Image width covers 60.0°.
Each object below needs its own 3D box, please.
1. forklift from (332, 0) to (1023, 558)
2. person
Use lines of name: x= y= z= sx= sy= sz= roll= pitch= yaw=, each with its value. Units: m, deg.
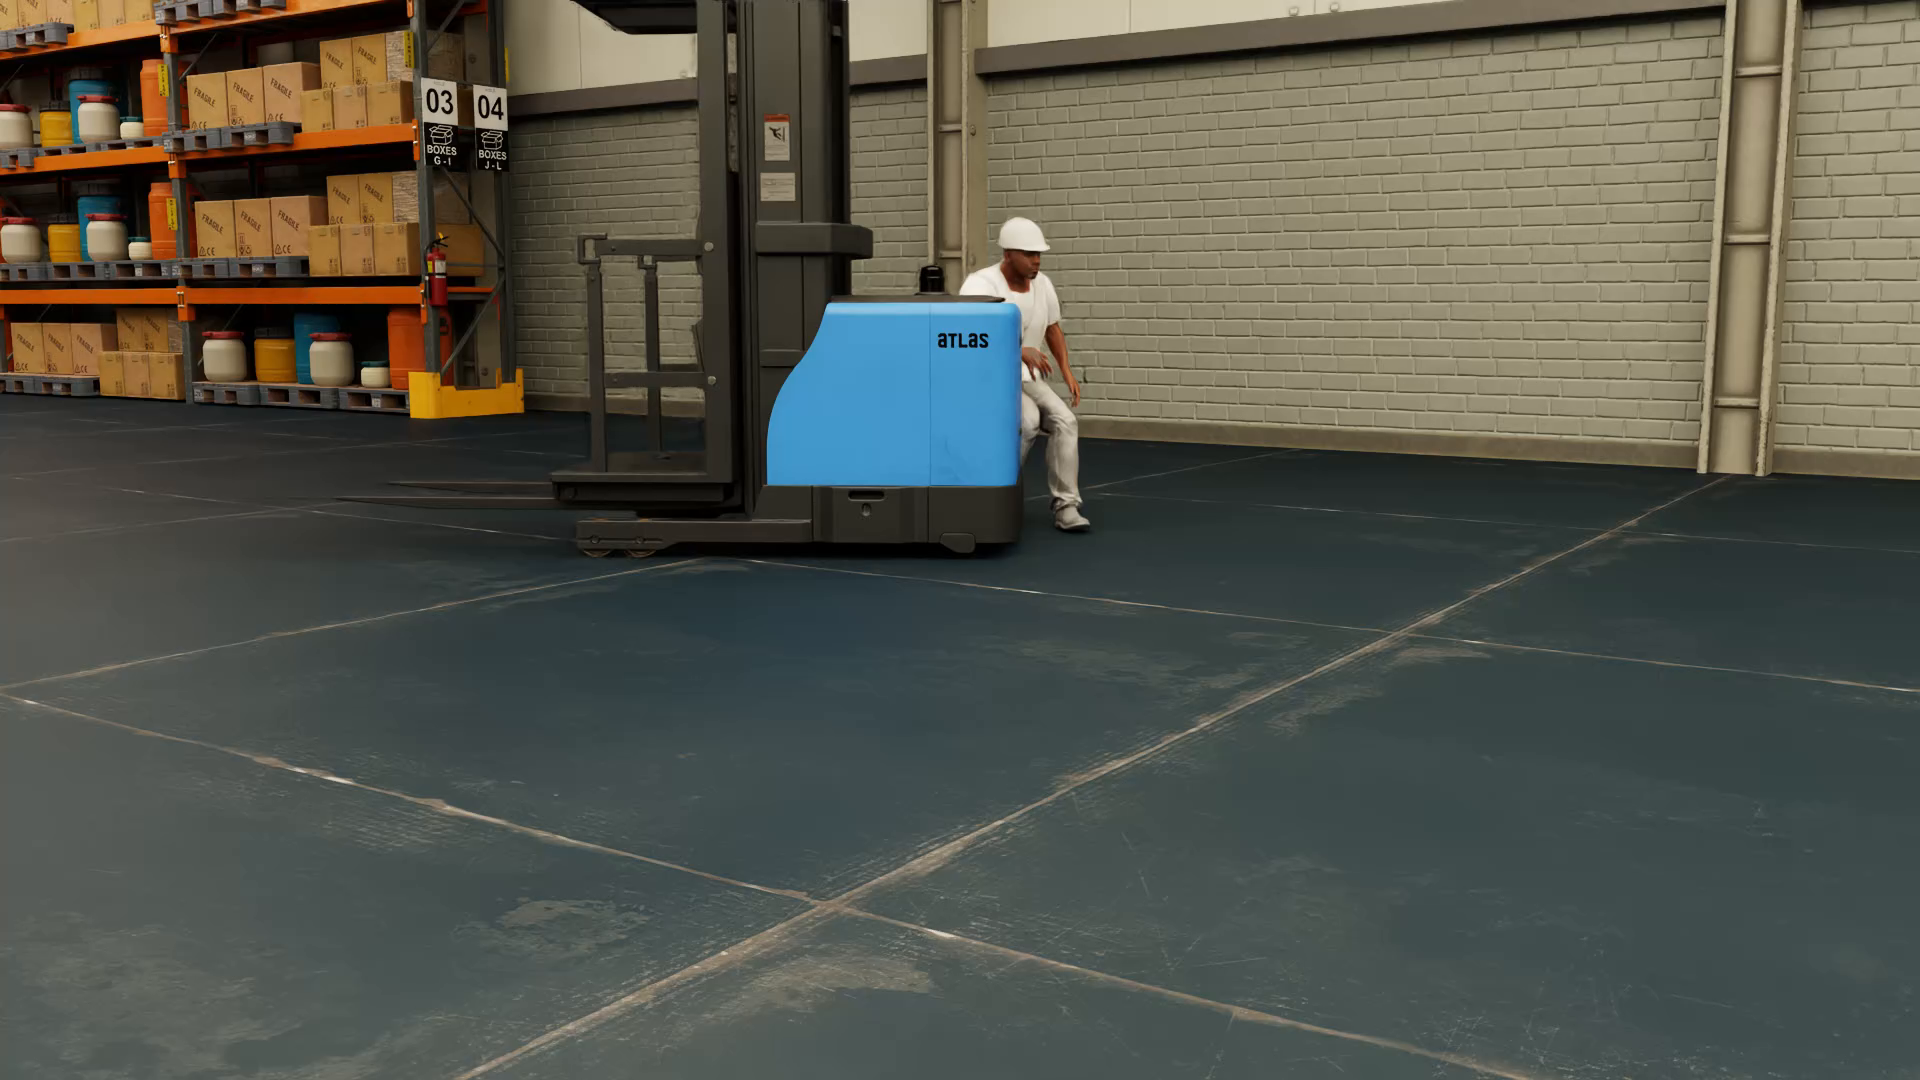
forklift: x=-1.238 y=-1.450 z=7.391 sx=3.031 sy=2.935 sz=1.130 roll=0 pitch=8 yaw=3
person: x=0.394 y=-0.795 z=8.124 sx=0.813 sy=1.550 sz=0.910 roll=-7 pitch=11 yaw=-40
